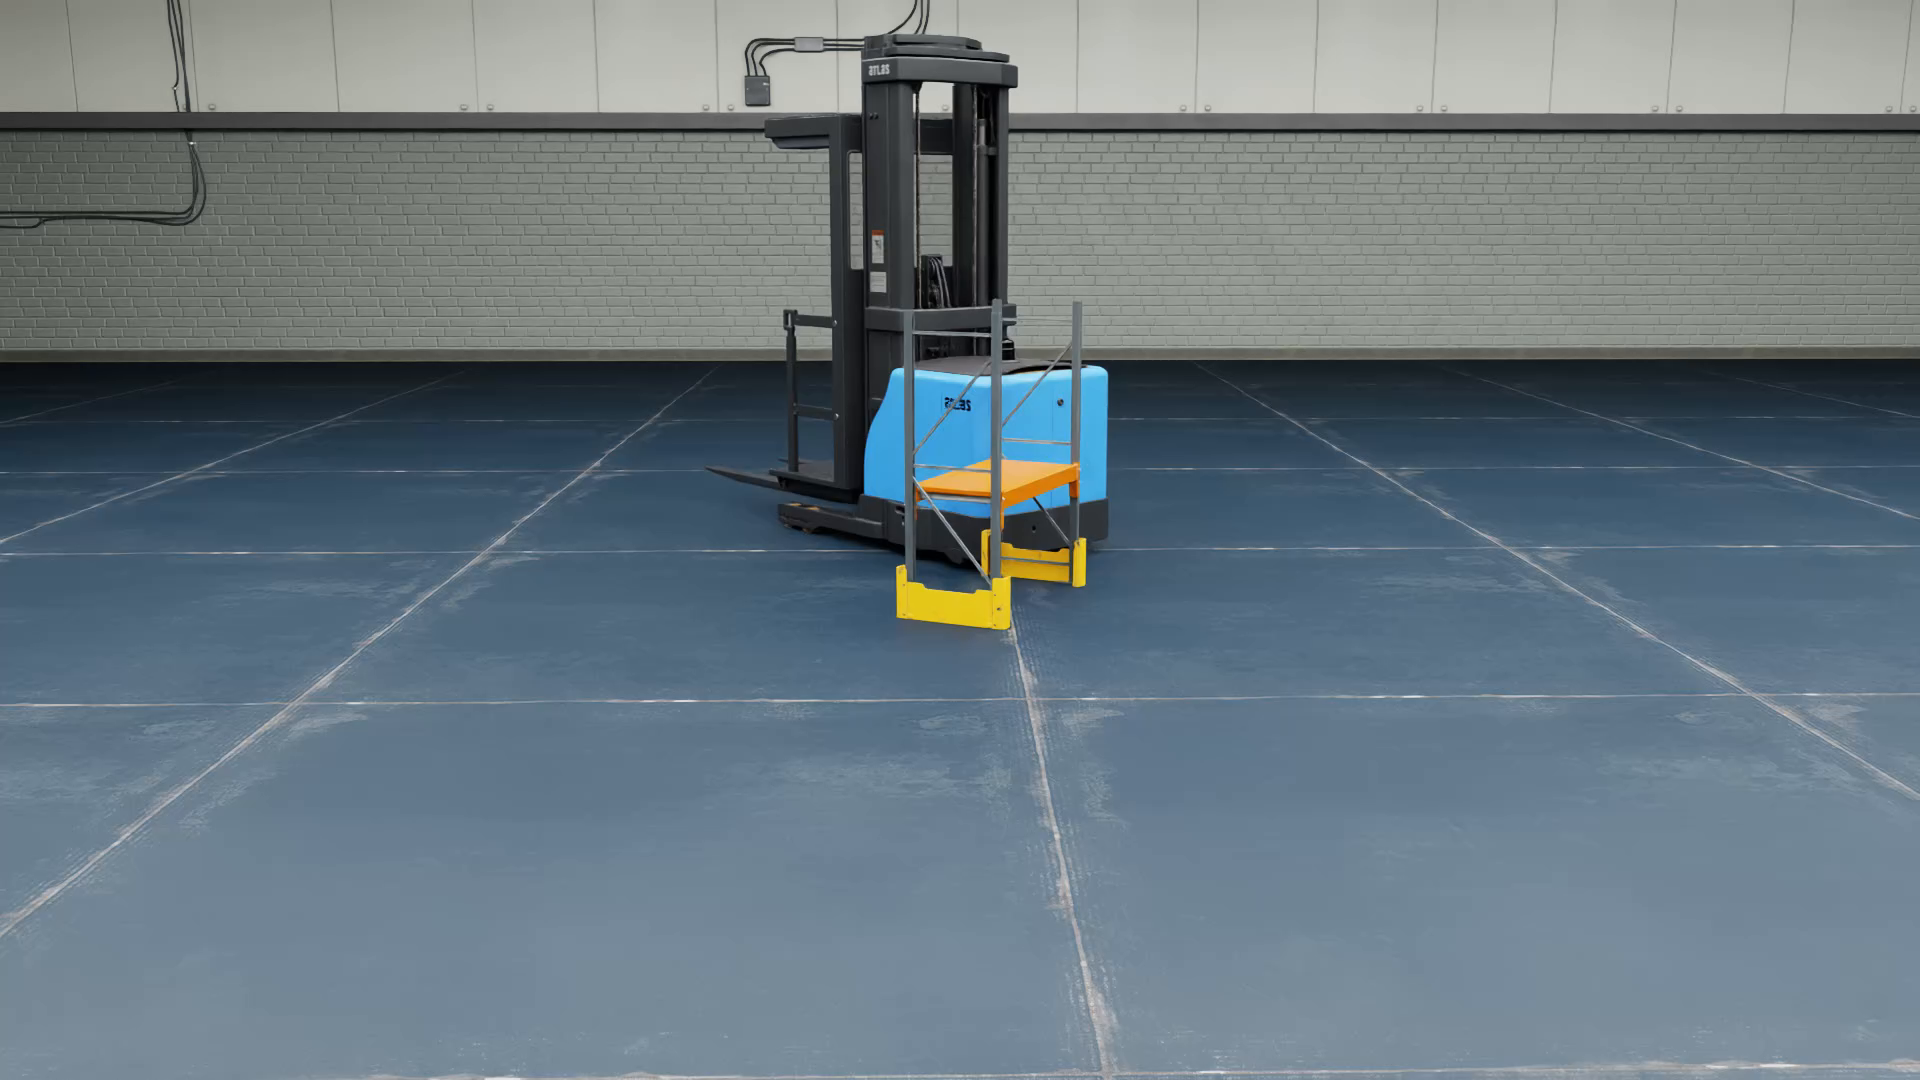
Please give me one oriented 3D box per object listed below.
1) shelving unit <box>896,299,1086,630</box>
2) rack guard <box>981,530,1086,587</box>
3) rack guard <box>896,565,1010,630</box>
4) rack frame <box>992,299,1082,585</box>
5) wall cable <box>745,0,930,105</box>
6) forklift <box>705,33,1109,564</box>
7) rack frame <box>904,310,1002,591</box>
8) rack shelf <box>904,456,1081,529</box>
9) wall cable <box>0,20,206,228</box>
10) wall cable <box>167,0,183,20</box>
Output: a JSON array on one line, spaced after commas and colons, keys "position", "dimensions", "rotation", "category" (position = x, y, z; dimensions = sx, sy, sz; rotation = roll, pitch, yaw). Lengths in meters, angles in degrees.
[{"position": [0.179, -0.426, 8.388], "dimensions": [0.587, 1.500, 1.083], "rotation": [5, 13, 25], "category": "shelving unit"}, {"position": [0.393, 0.097, 8.953], "dimensions": [0.587, 0.250, 0.087], "rotation": [5, 13, 25], "category": "rack guard"}, {"position": [-0.035, 0.276, 8.071], "dimensions": [0.587, 0.250, 0.087], "rotation": [5, 13, 25], "category": "rack guard"}, {"position": [0.401, -0.519, 8.845], "dimensions": [0.500, 1.500, 0.032], "rotation": [5, 13, 25], "category": "rack frame"}, {"position": [-1.527, -8.384, 20.201], "dimensions": [2.305, 6.003, 0.169], "rotation": [0, 11, -1], "category": "wall cable"}, {"position": [-0.490, -1.536, 10.260], "dimensions": [1.130, 2.935, 3.031], "rotation": [-10, 15, -41], "category": "forklift"}, {"position": [-0.036, -0.337, 7.946], "dimensions": [0.500, 1.500, 0.032], "rotation": [5, 13, 25], "category": "rack frame"}, {"position": [0.183, -0.252, 8.431], "dimensions": [0.538, 0.185, 1.000], "rotation": [5, 13, 25], "category": "rack shelf"}, {"position": [-11.018, -5.160, 20.671], "dimensions": [3.097, 2.526, 0.112], "rotation": [0, 11, -1], "category": "wall cable"}, {"position": [-8.314, -7.646, 20.224], "dimensions": [3.097, 2.526, 0.112], "rotation": [0, 11, -1], "category": "wall cable"}]
